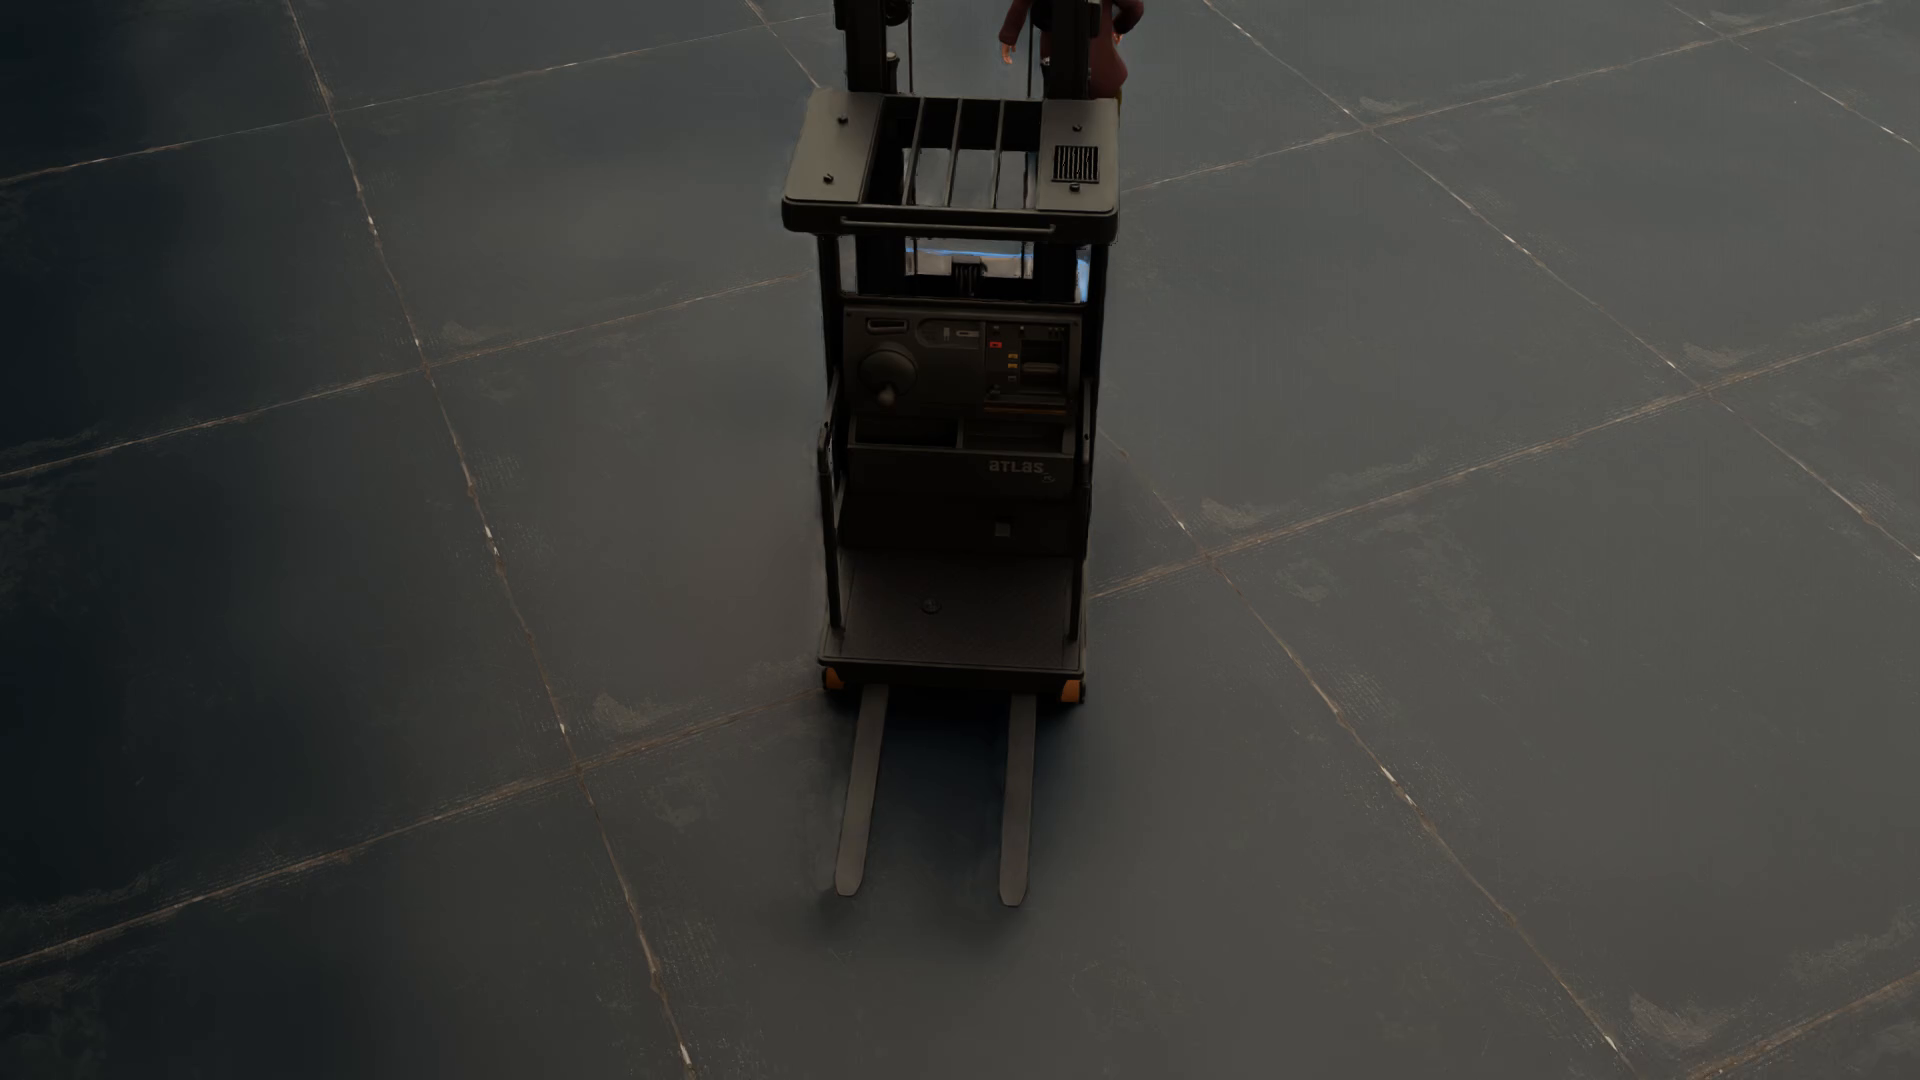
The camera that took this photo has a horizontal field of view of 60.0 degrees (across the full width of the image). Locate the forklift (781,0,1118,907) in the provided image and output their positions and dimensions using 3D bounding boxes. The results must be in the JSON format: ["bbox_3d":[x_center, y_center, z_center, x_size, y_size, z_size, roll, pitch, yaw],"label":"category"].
[{"bbox_3d":[-0.007,-0.618,6.342,1.130,2.935,3.031,3,43,3],"label":"forklift"}]

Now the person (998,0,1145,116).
[{"bbox_3d":[0.645,-2.833,9.599,0.810,1.739,0.553,14,45,15],"label":"person"}]
